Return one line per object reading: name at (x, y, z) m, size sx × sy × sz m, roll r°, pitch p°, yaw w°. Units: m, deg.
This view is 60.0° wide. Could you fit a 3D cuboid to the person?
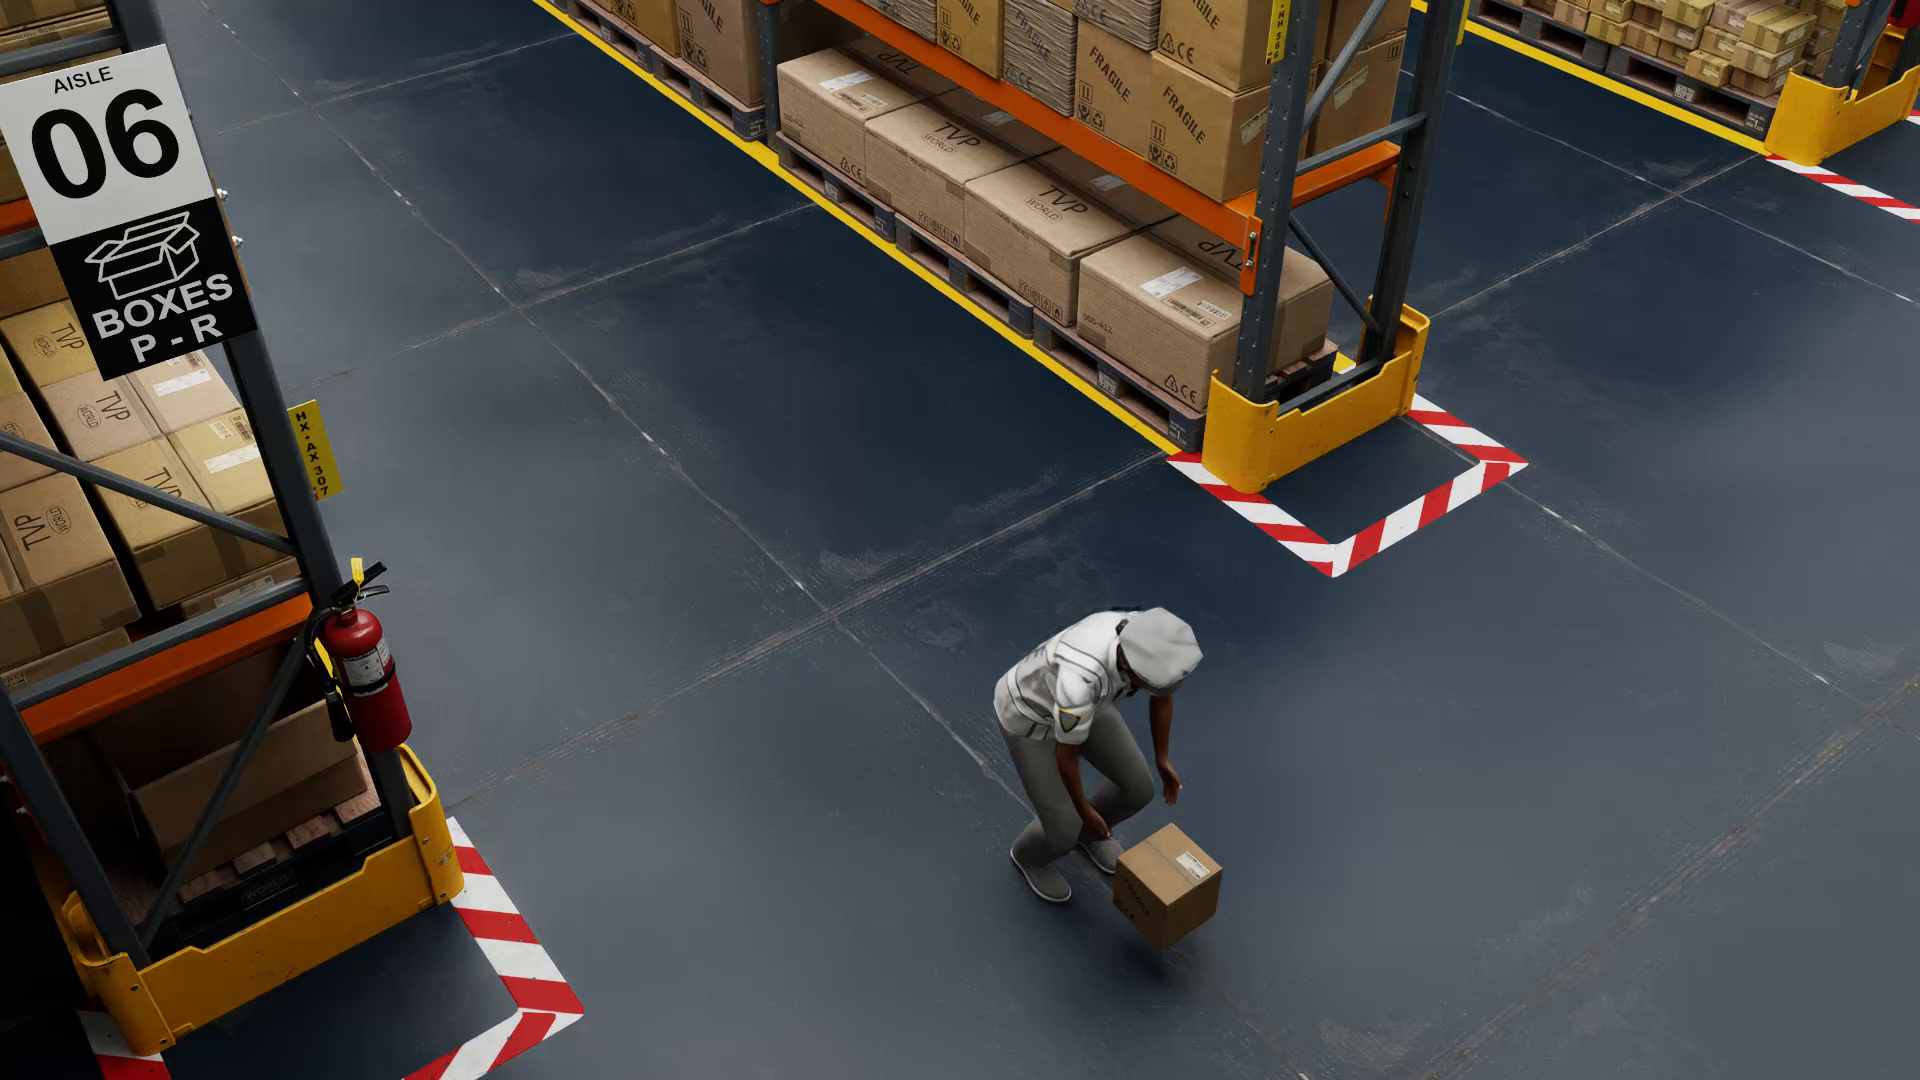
person at (0.459, 0.674, 5.610) m, size 0.496 × 1.360 × 0.724 m, roll -26°, pitch 47°, yaw -27°
